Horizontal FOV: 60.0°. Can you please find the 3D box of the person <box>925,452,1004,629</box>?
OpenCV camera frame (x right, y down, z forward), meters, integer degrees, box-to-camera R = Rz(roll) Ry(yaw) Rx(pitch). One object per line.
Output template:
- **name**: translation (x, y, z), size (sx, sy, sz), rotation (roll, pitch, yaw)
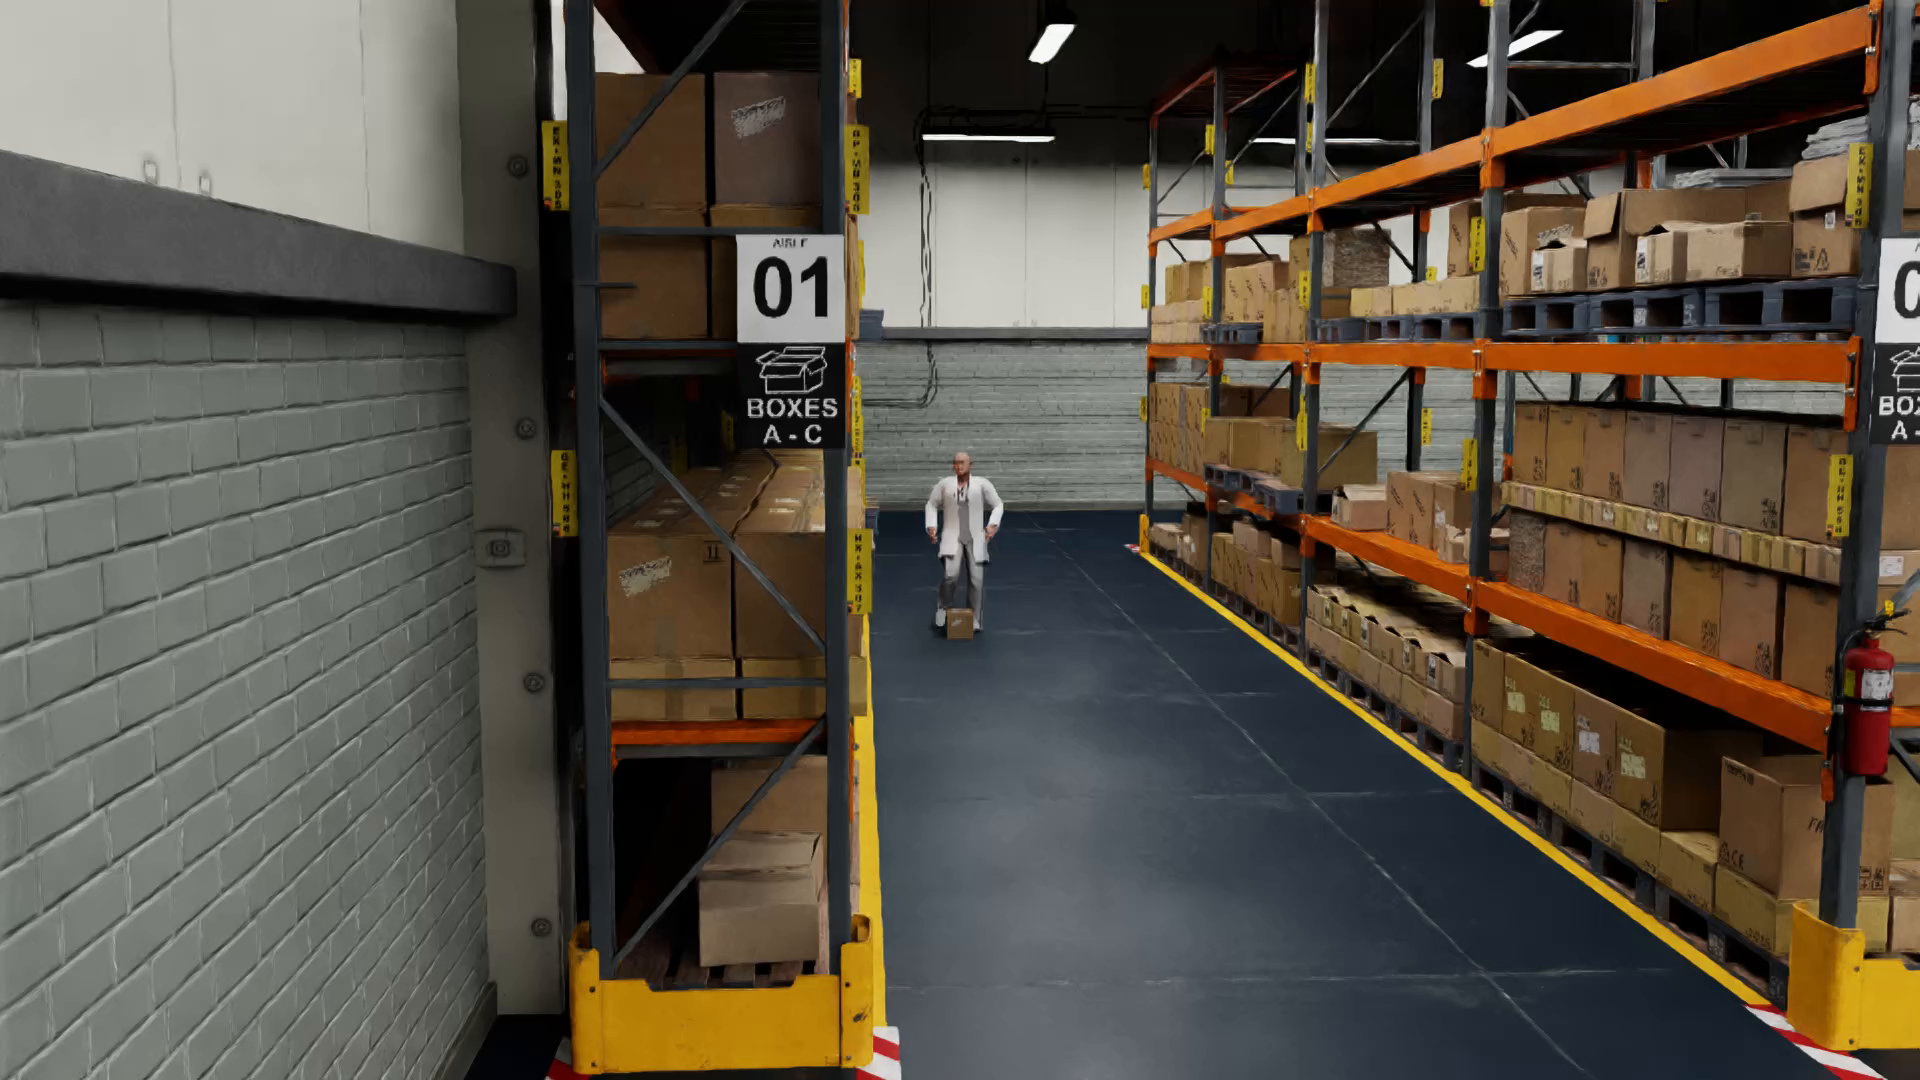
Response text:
- **person**: translation (0.050, 0.009, 16.372), size (0.788, 1.750, 0.519), rotation (0, 7, -4)
